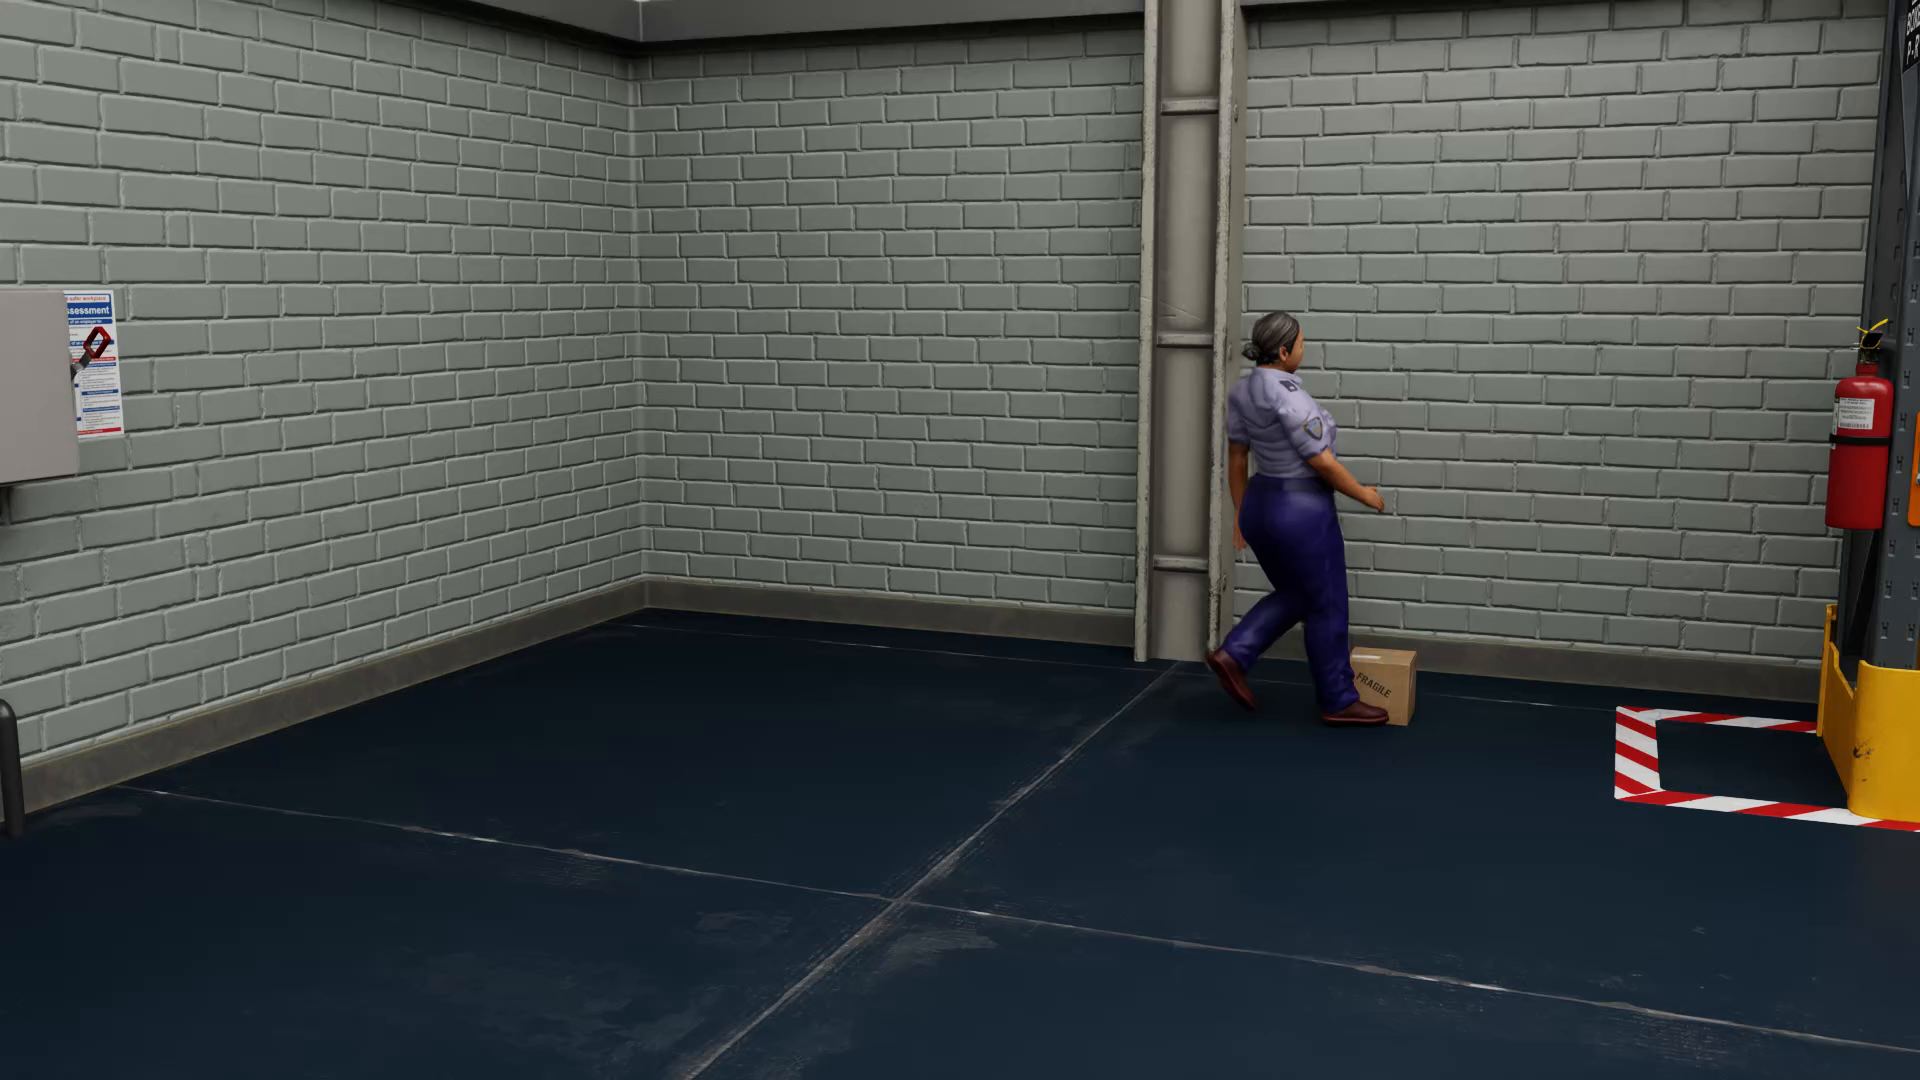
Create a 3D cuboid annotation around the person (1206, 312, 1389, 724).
[{"bbox_3d":[1.345,-0.077,6.454,0.717,1.605,0.546,-3,9,-20],"label":"person"}]
